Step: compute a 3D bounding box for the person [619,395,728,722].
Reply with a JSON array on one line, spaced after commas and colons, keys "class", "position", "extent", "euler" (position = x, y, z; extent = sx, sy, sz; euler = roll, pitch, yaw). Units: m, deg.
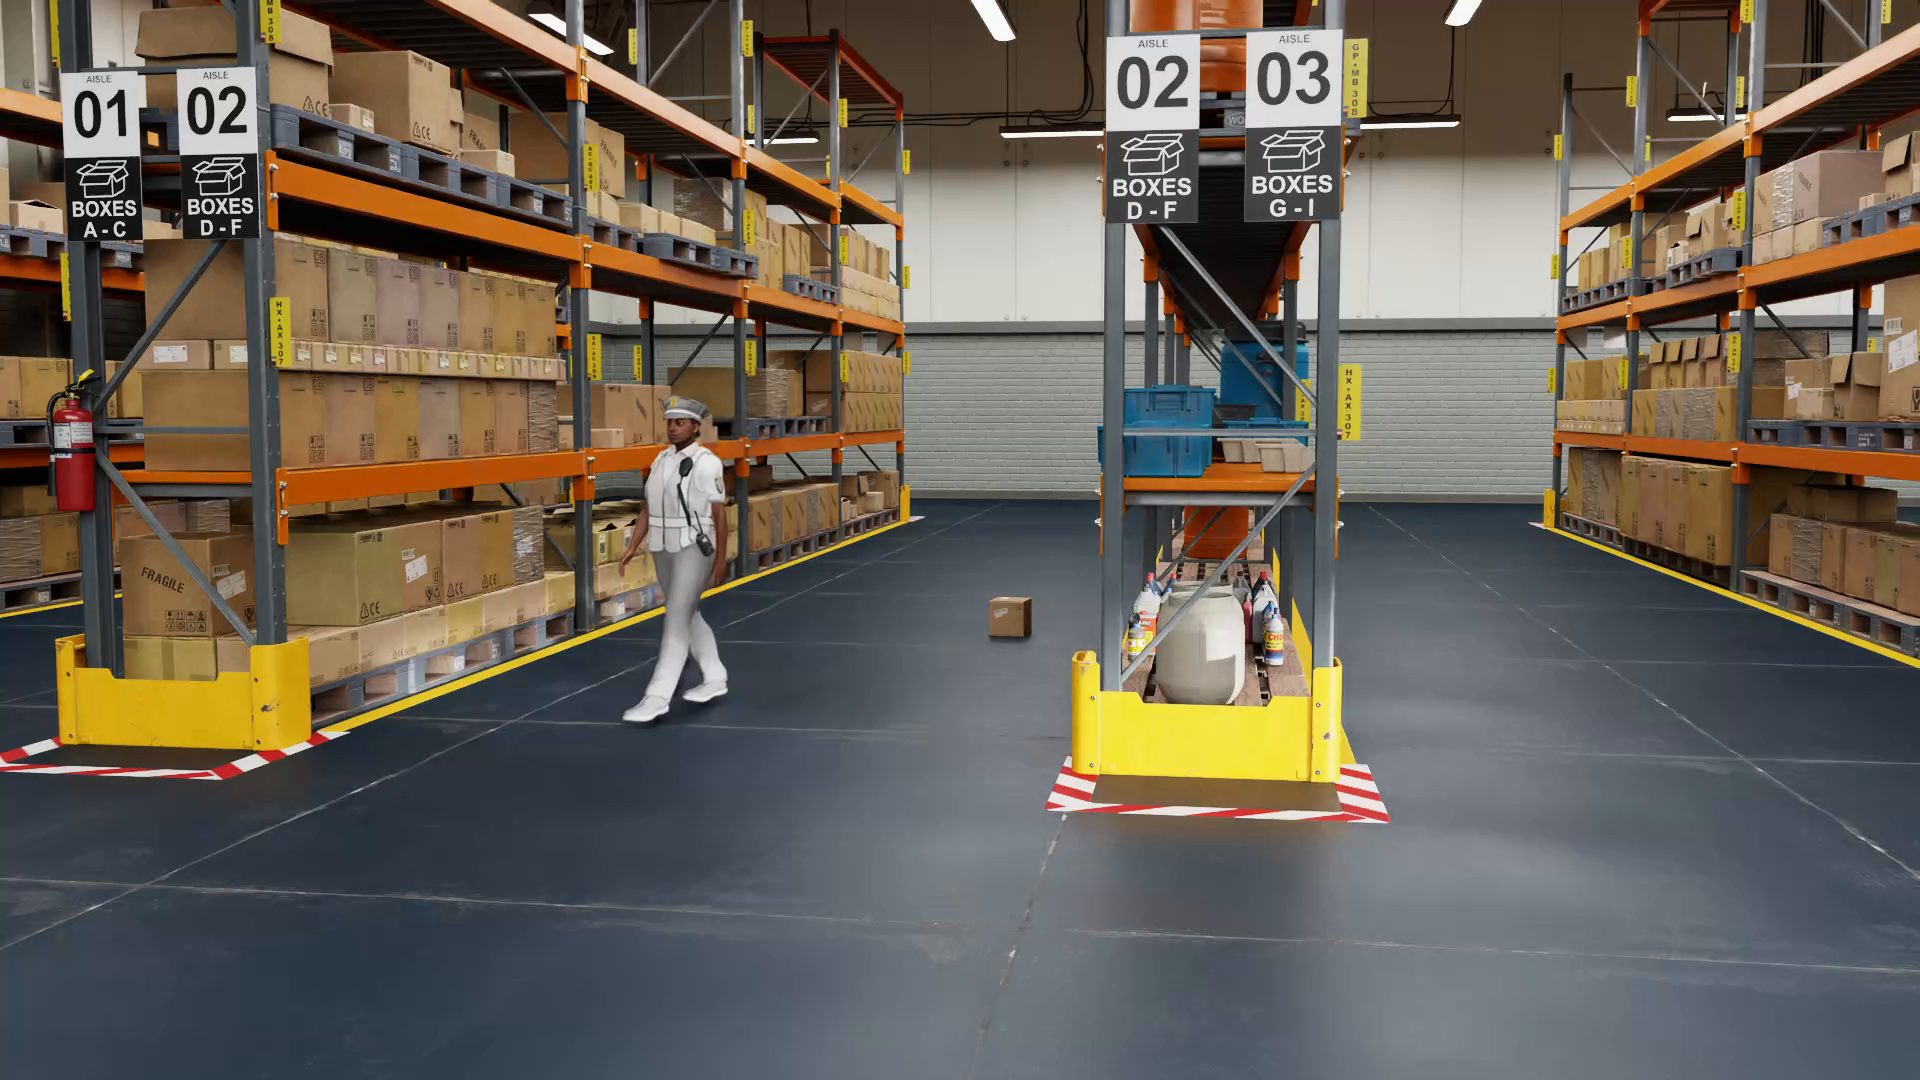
[{"class": "person", "position": [-1.531, 0.068, 8.710], "extent": [0.454, 1.647, 0.918], "euler": [3, 6, 35]}]
